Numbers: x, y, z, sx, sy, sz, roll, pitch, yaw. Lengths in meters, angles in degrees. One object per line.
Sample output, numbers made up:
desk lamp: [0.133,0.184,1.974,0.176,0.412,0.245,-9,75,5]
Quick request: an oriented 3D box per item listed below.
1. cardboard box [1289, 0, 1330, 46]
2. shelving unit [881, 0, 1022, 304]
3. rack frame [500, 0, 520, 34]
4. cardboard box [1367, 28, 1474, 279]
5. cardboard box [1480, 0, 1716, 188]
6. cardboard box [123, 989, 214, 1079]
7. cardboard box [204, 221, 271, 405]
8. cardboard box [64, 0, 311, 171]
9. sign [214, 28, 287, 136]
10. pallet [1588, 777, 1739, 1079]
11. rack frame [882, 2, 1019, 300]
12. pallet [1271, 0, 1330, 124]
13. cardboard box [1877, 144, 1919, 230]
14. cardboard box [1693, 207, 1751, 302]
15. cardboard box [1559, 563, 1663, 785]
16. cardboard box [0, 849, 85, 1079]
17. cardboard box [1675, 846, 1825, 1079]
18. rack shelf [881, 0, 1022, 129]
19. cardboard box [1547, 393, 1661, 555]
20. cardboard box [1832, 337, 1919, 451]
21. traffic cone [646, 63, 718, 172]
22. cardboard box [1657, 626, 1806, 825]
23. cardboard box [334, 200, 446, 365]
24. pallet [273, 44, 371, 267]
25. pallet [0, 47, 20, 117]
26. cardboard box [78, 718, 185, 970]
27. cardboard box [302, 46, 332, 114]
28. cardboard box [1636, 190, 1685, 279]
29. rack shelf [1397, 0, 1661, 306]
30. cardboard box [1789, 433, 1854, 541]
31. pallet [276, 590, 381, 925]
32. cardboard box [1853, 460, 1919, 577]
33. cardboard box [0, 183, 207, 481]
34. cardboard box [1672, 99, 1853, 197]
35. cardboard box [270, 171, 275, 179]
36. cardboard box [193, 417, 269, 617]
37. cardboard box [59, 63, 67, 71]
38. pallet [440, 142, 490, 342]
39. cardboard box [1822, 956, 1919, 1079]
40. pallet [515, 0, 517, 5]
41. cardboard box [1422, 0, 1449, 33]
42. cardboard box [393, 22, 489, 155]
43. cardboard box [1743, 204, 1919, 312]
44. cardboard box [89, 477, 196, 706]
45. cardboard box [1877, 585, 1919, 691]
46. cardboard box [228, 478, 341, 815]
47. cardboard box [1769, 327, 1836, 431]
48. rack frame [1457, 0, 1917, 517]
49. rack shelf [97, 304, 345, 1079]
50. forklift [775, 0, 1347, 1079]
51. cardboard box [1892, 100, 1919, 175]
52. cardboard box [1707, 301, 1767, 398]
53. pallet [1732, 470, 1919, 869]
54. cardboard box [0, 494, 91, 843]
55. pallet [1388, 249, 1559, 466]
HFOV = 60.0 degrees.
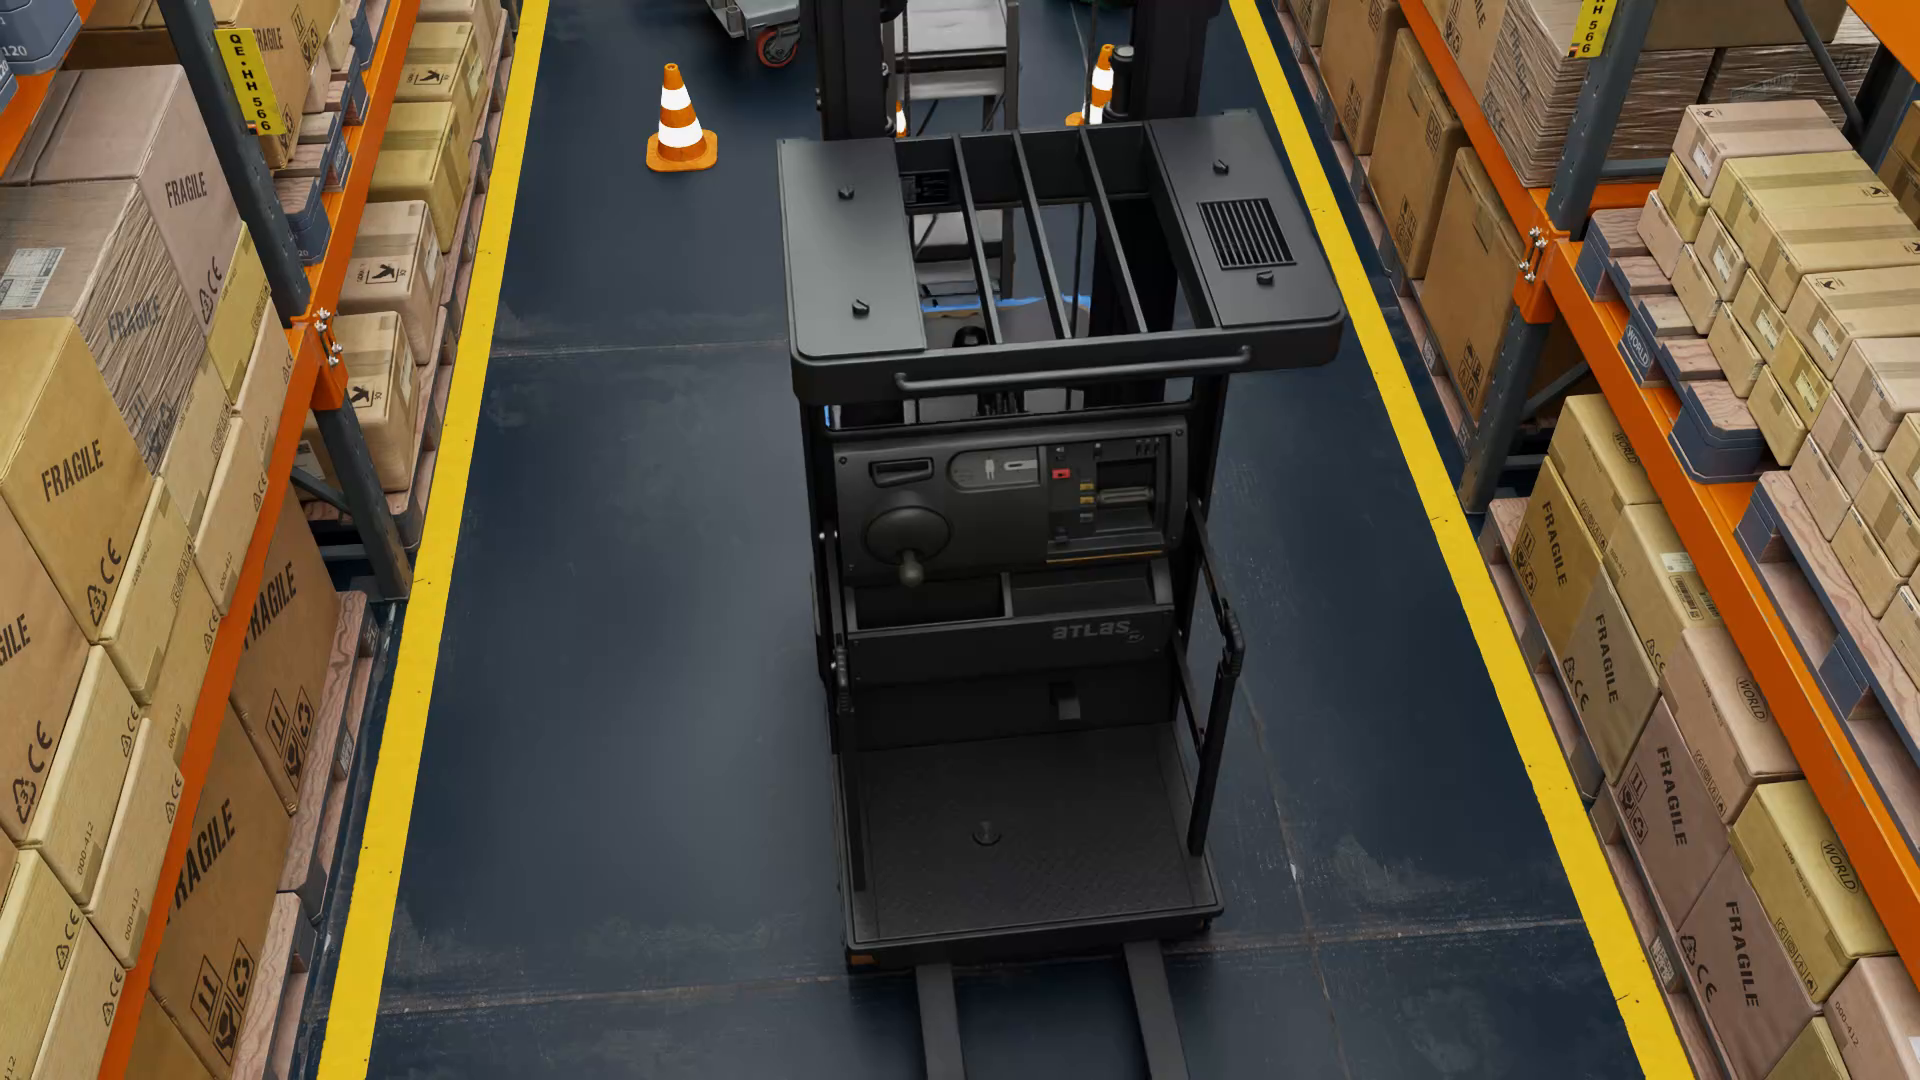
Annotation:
cardboard box: [2.227,-3.018,8.303,1.050,0.750,0.750,-4,47,-3]
shelving unit: [-0.056,-0.997,5.748,0.431,2.100,0.503,-5,47,-5]
rack frame: [-2.839,-3.717,7.705,1.000,3.000,0.127,-3,47,-3]
cardboard box: [2.383,-1.646,7.003,1.050,0.750,0.750,-3,47,-3]
cardboard box: [2.115,-1.541,5.575,0.500,0.500,0.500,-3,47,-3]
cardboard box: [-2.384,1.560,3.880,0.875,0.875,0.875,-2,47,-2]
cardboard box: [-2.210,-0.608,4.519,0.500,0.250,0.500,-4,47,-3]
cardboard box: [-2.311,-1.444,4.989,0.500,0.500,0.500,-5,47,-4]
sign: [-1.951,-1.257,4.577,0.100,0.325,0.005,-3,47,-3]
pallet: [2.583,1.208,4.961,1.003,0.211,1.213,-3,47,-3]
rack frame: [-0.027,-0.821,5.581,0.400,2.100,0.015,-5,47,-5]
pallet: [2.225,-2.579,8.547,1.003,0.211,1.213,-3,47,-3]
cardboard box: [2.916,-1.028,4.836,0.380,0.149,0.250,-3,47,-2]
cardboard box: [2.286,-0.799,4.620,0.380,0.149,0.250,-1,47,-1]
cardboard box: [2.271,0.409,5.229,0.500,0.500,0.500,-3,47,-3]
cardboard box: [-2.012,0.873,3.116,0.500,0.250,0.500,-3,47,-3]
cardboard box: [2.361,1.149,4.528,0.500,0.500,0.500,-4,47,-4]
rack shelf: [-0.056,-1.469,5.250,0.431,0.518,0.480,-5,47,-5]
cardboard box: [2.237,-0.226,5.314,0.500,0.250,0.500,-5,47,-5]
cardboard box: [2.354,-0.354,3.994,0.380,0.149,0.250,-2,47,-1]
traffic cone: [-1.340,-2.033,7.857,0.336,0.463,0.334,-3,47,-3]
cardboard box: [2.308,0.499,4.627,0.500,0.250,0.500,-3,47,-3]
cardboard box: [-2.611,-1.007,6.658,0.950,0.372,0.625,-4,47,-4]
pallet: [-2.670,-1.266,5.515,1.213,0.211,1.003,-3,47,-3]
pallet: [-2.300,-0.518,2.739,1.003,0.211,1.213,-2,47,-1]
cardboard box: [-2.047,0.680,3.644,0.500,0.250,0.500,-4,47,-4]
cardboard box: [-2.313,-1.535,5.522,0.380,0.149,0.250,-6,47,-6]
cardboard box: [2.257,-0.919,4.938,0.380,0.149,0.250,-4,47,-4]
rack shelf: [2.253,-2.397,6.949,1.077,0.370,4.000,-3,47,-3]
cardboard box: [2.351,-0.142,4.203,0.380,0.149,0.250,-2,47,-2]
pallet: [-2.513,0.711,5.432,1.003,0.211,1.213,-3,47,-3]
cardboard box: [2.370,-0.064,3.923,0.380,0.149,0.250,-4,47,-4]
cardboard box: [-2.149,-0.472,3.874,0.500,0.500,0.500,-3,47,-3]
cardboard box: [2.266,-1.110,4.710,0.380,0.149,0.250,-3,47,-3]
cardboard box: [-2.346,-1.128,5.136,0.380,0.149,0.250,-6,47,-6]
cardboard box: [-2.144,-0.053,4.337,0.500,0.250,0.500,-3,47,-3]
cardboard box: [-2.819,-1.416,4.962,0.500,0.500,0.500,-5,47,-4]
pallet: [-2.667,-1.310,7.346,1.003,0.211,1.213,-3,47,-3]
cardboard box: [2.411,1.258,3.909,0.500,0.250,0.500,-1,47,-1]
pallet: [-2.930,-3.242,9.175,1.003,0.211,1.213,-3,47,-3]
cardboard box: [2.033,-2.264,6.259,0.500,0.500,0.500,-4,47,-4]
cardboard box: [-2.729,-2.059,7.654,0.950,0.372,0.625,-1,47,-1]
cardboard box: [2.307,-0.742,4.360,0.380,0.149,0.250,-4,47,-4]
cardboard box: [-2.100,0.131,3.819,0.500,0.250,0.500,-5,47,-4]
cardboard box: [2.390,0.228,3.852,0.380,0.149,0.250,-5,47,-5]
cardboard box: [-2.529,0.268,5.105,0.875,0.875,0.875,-4,47,-4]
cardboard box: [2.333,-0.424,4.265,0.380,0.149,0.250,-3,47,-3]
rack frame: [2.420,-1.197,5.318,1.000,3.000,0.127,-3,47,-3]
rack shelf: [-2.336,0.871,3.854,1.077,0.370,4.000,-3,47,-3]
forklift: [0.167,-0.001,4.232,1.130,2.935,3.031,-5,47,-5]
cardboard box: [2.918,-1.133,4.731,0.380,0.149,0.250,-5,47,-5]
cardboard box: [2.302,-0.530,4.570,0.380,0.149,0.250,-1,47,-1]
pallet: [2.627,0.299,4.033,1.003,0.211,1.213,-3,47,-3]
cardboard box: [-2.079,0.254,3.186,0.500,0.500,0.500,-4,47,-4]
pallet: [2.430,-0.813,6.875,1.003,0.211,1.213,-3,47,-3]
